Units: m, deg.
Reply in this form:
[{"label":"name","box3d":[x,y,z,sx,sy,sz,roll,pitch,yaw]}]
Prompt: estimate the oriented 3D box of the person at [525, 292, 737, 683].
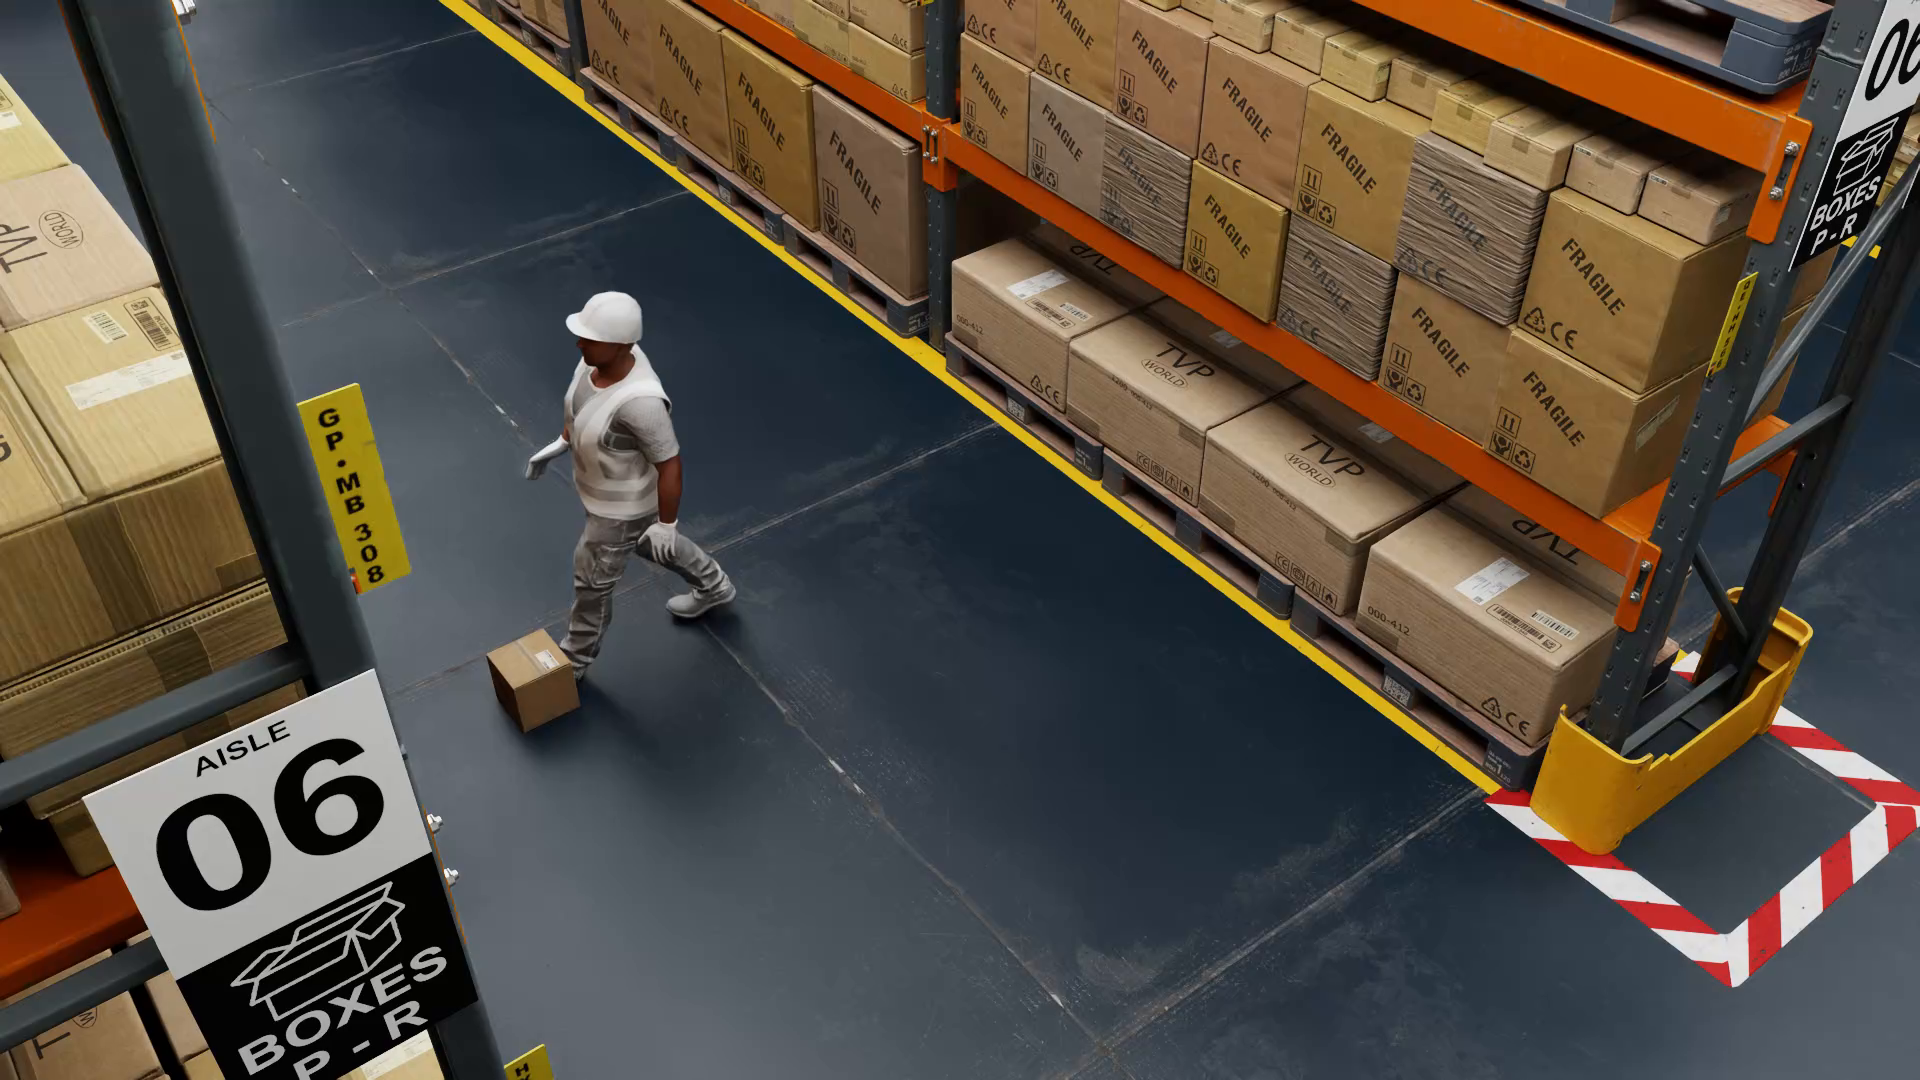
[{"label":"person","box3d":[-1.373,-0.178,6.377,0.994,1.750,0.617,-13,42,-15]}]
